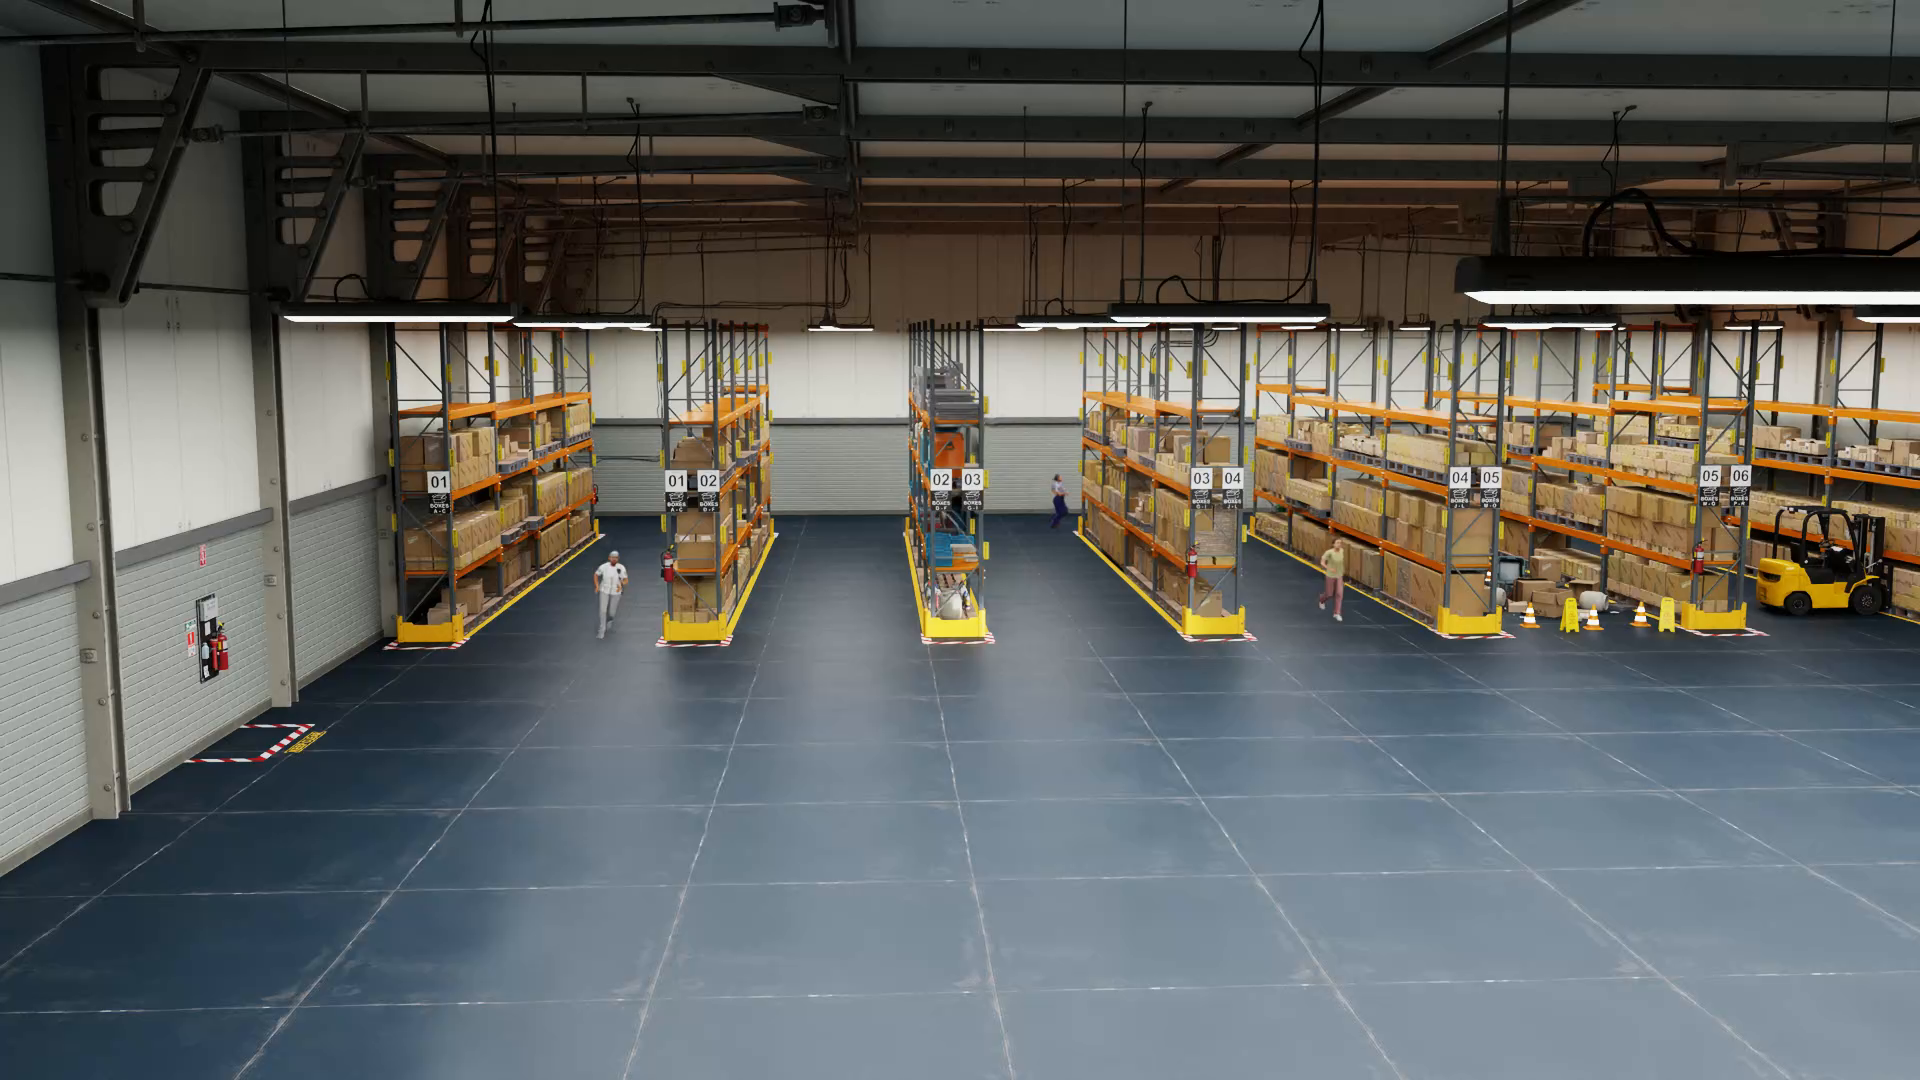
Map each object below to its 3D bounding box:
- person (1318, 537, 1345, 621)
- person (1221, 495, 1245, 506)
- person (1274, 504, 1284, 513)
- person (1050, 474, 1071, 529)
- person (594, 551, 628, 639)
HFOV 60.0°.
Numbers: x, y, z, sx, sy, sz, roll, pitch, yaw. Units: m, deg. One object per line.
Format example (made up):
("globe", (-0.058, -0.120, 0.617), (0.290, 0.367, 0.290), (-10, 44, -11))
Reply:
("person", (7.560, 0.750, 33.688), (0.601, 1.662, 0.962), (-2, 7, -18))
("person", (7.357, -0.691, 45.259), (0.730, 1.737, 1.028), (-1, 7, -10))
("person", (9.547, -1.203, 49.160), (0.727, 1.727, 0.561), (-5, 9, -37))
("person", (2.957, -1.126, 48.971), (0.597, 1.632, 0.568), (0, 7, 3))
("person", (-6.663, 1.025, 31.767), (0.646, 1.627, 0.743), (-2, 7, -12))
